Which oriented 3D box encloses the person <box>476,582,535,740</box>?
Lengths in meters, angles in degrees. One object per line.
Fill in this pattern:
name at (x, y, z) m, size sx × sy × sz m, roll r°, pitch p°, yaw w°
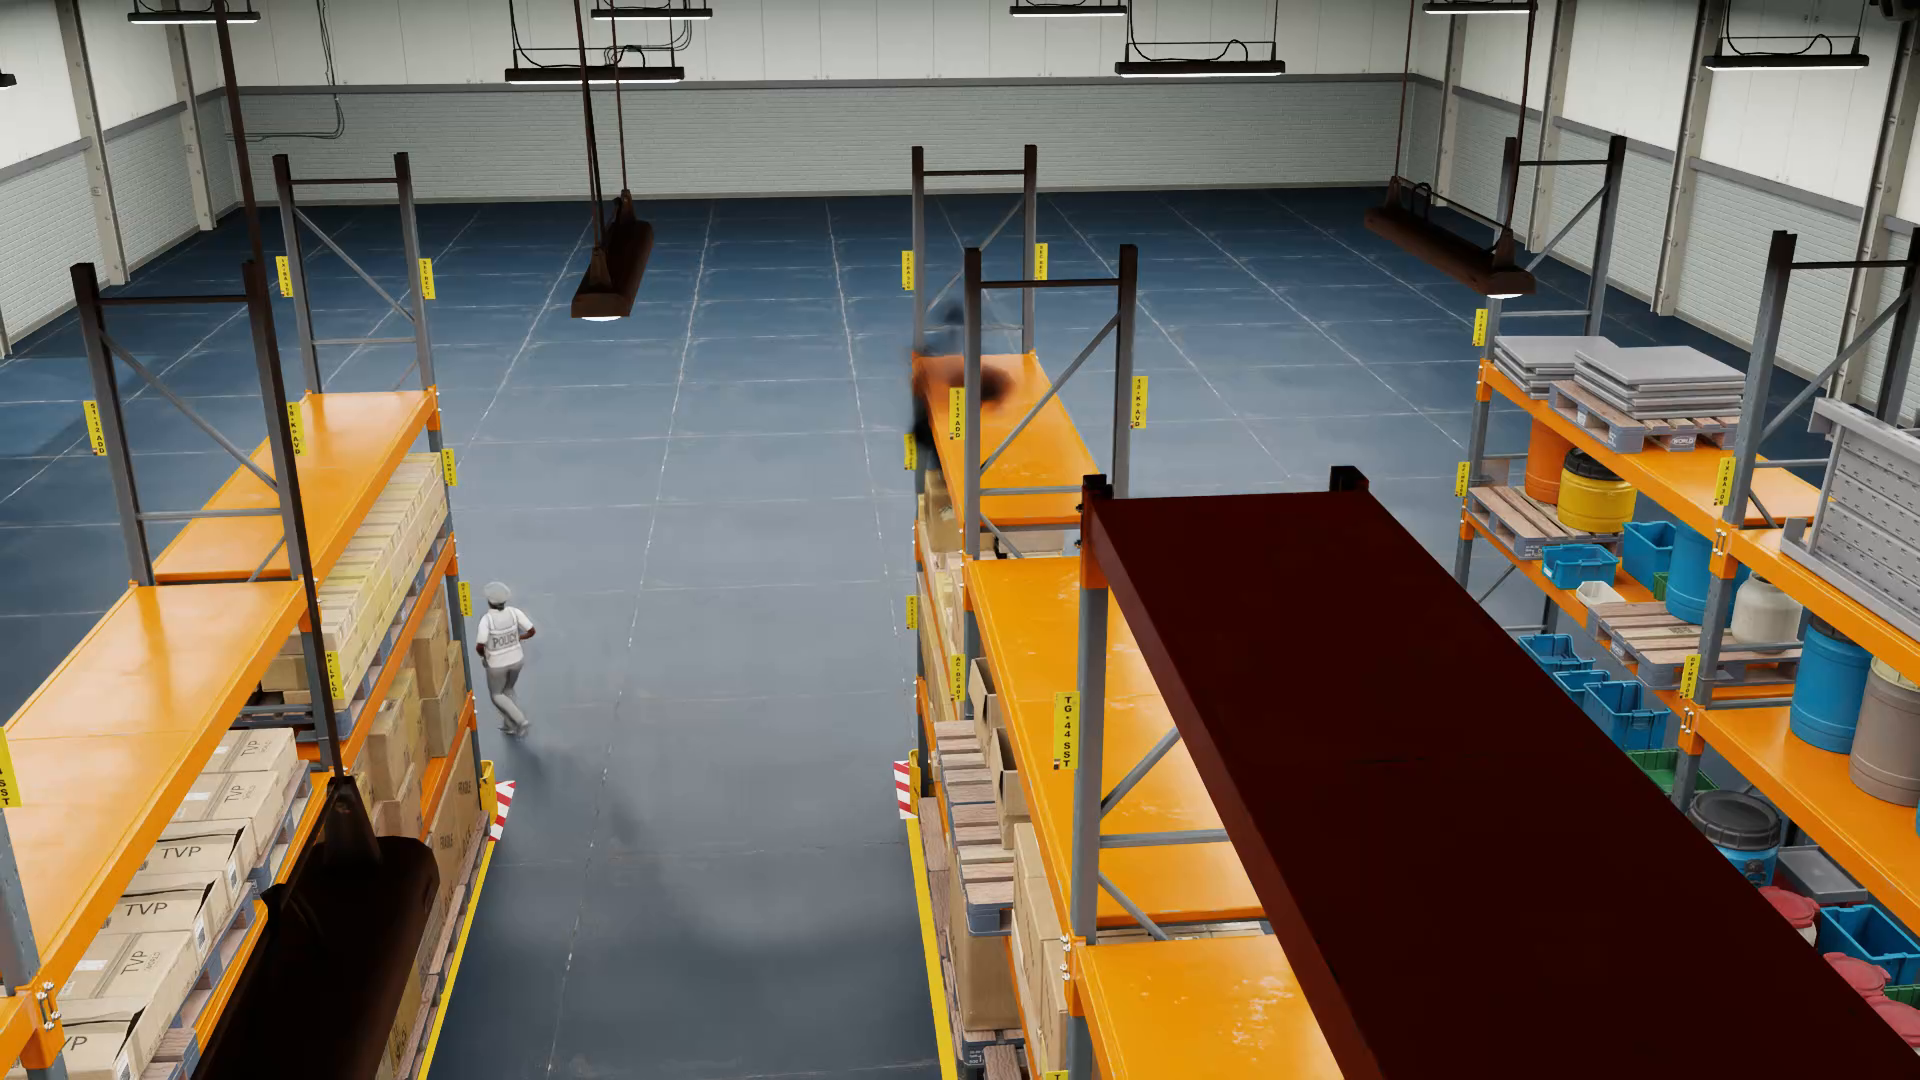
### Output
person at (-4.463, 1.215, 16.360) m, size 0.629 × 1.700 × 0.653 m, roll -17°, pitch 27°, yaw -37°
